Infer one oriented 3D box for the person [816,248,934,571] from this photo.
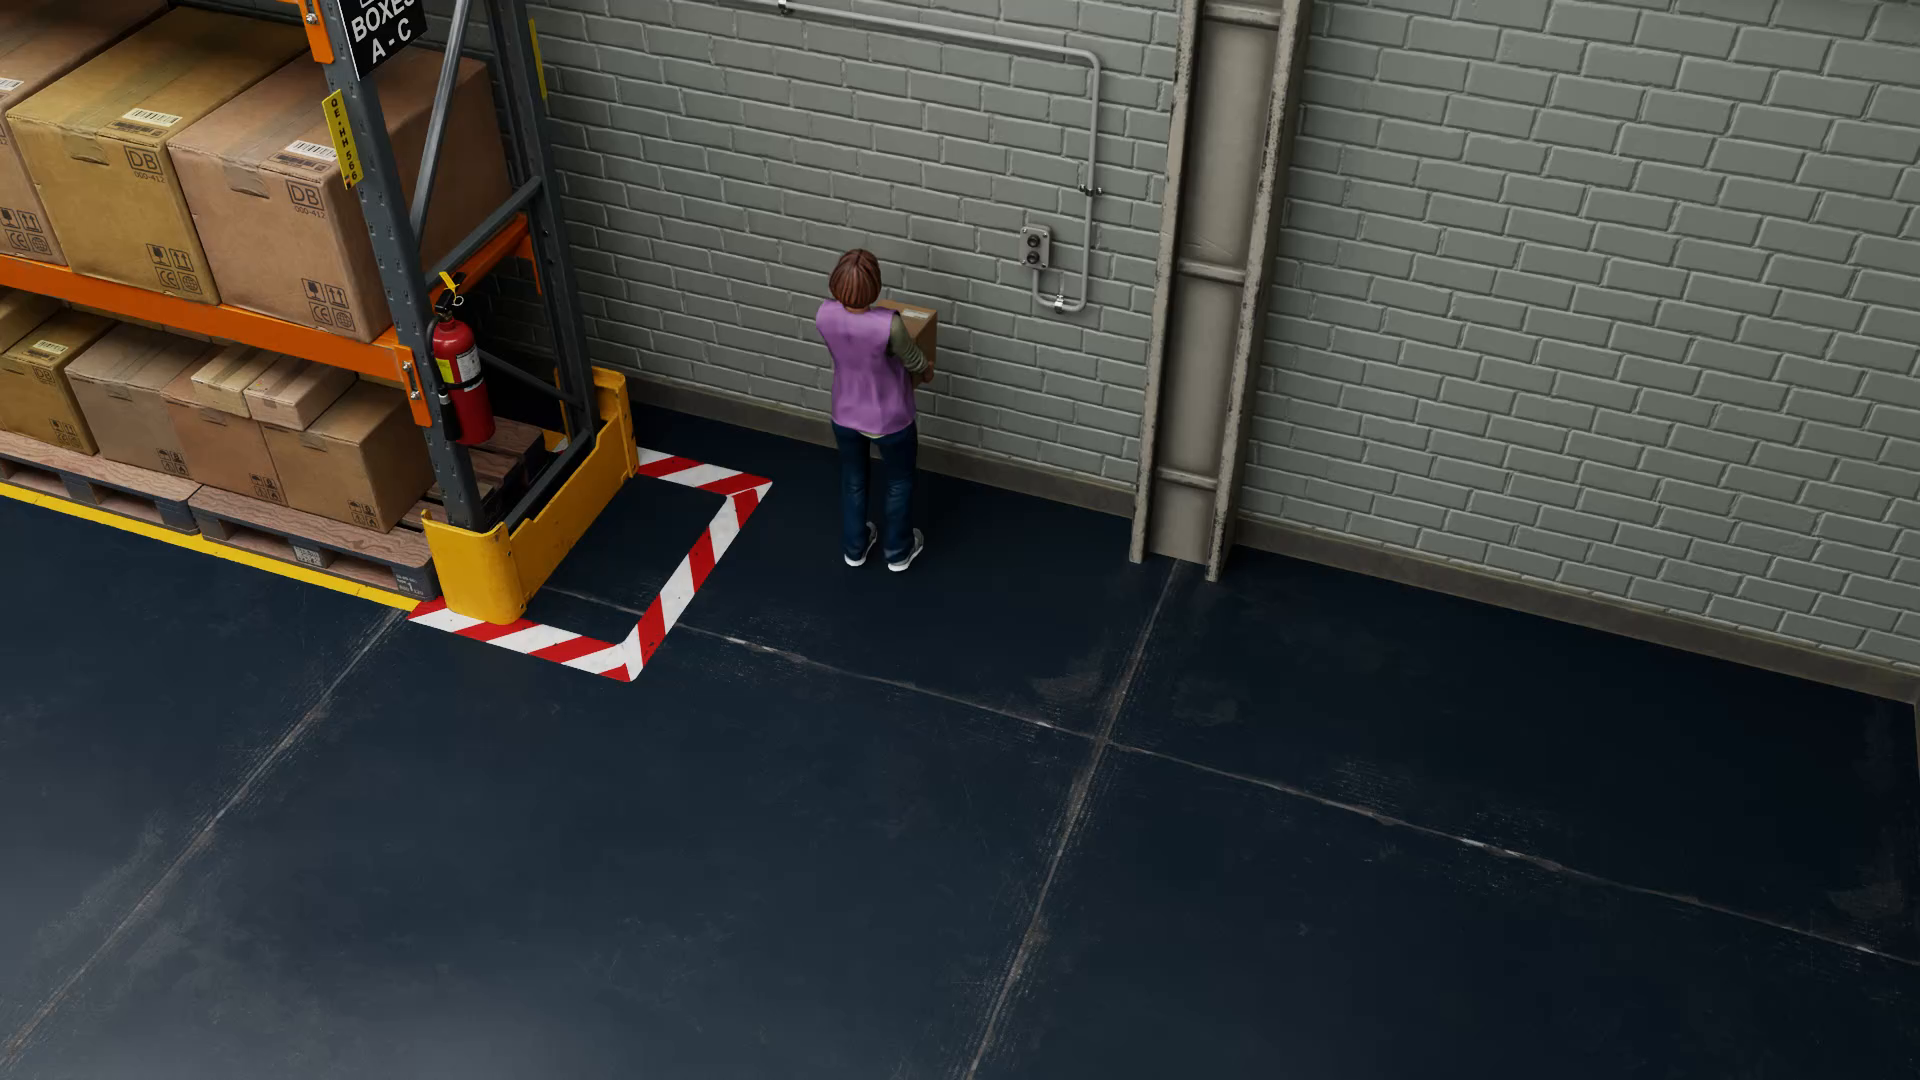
[{"bbox_3d":[-0.327,-0.556,6.787,0.406,1.588,0.495,14,44,15],"label":"person"}]
